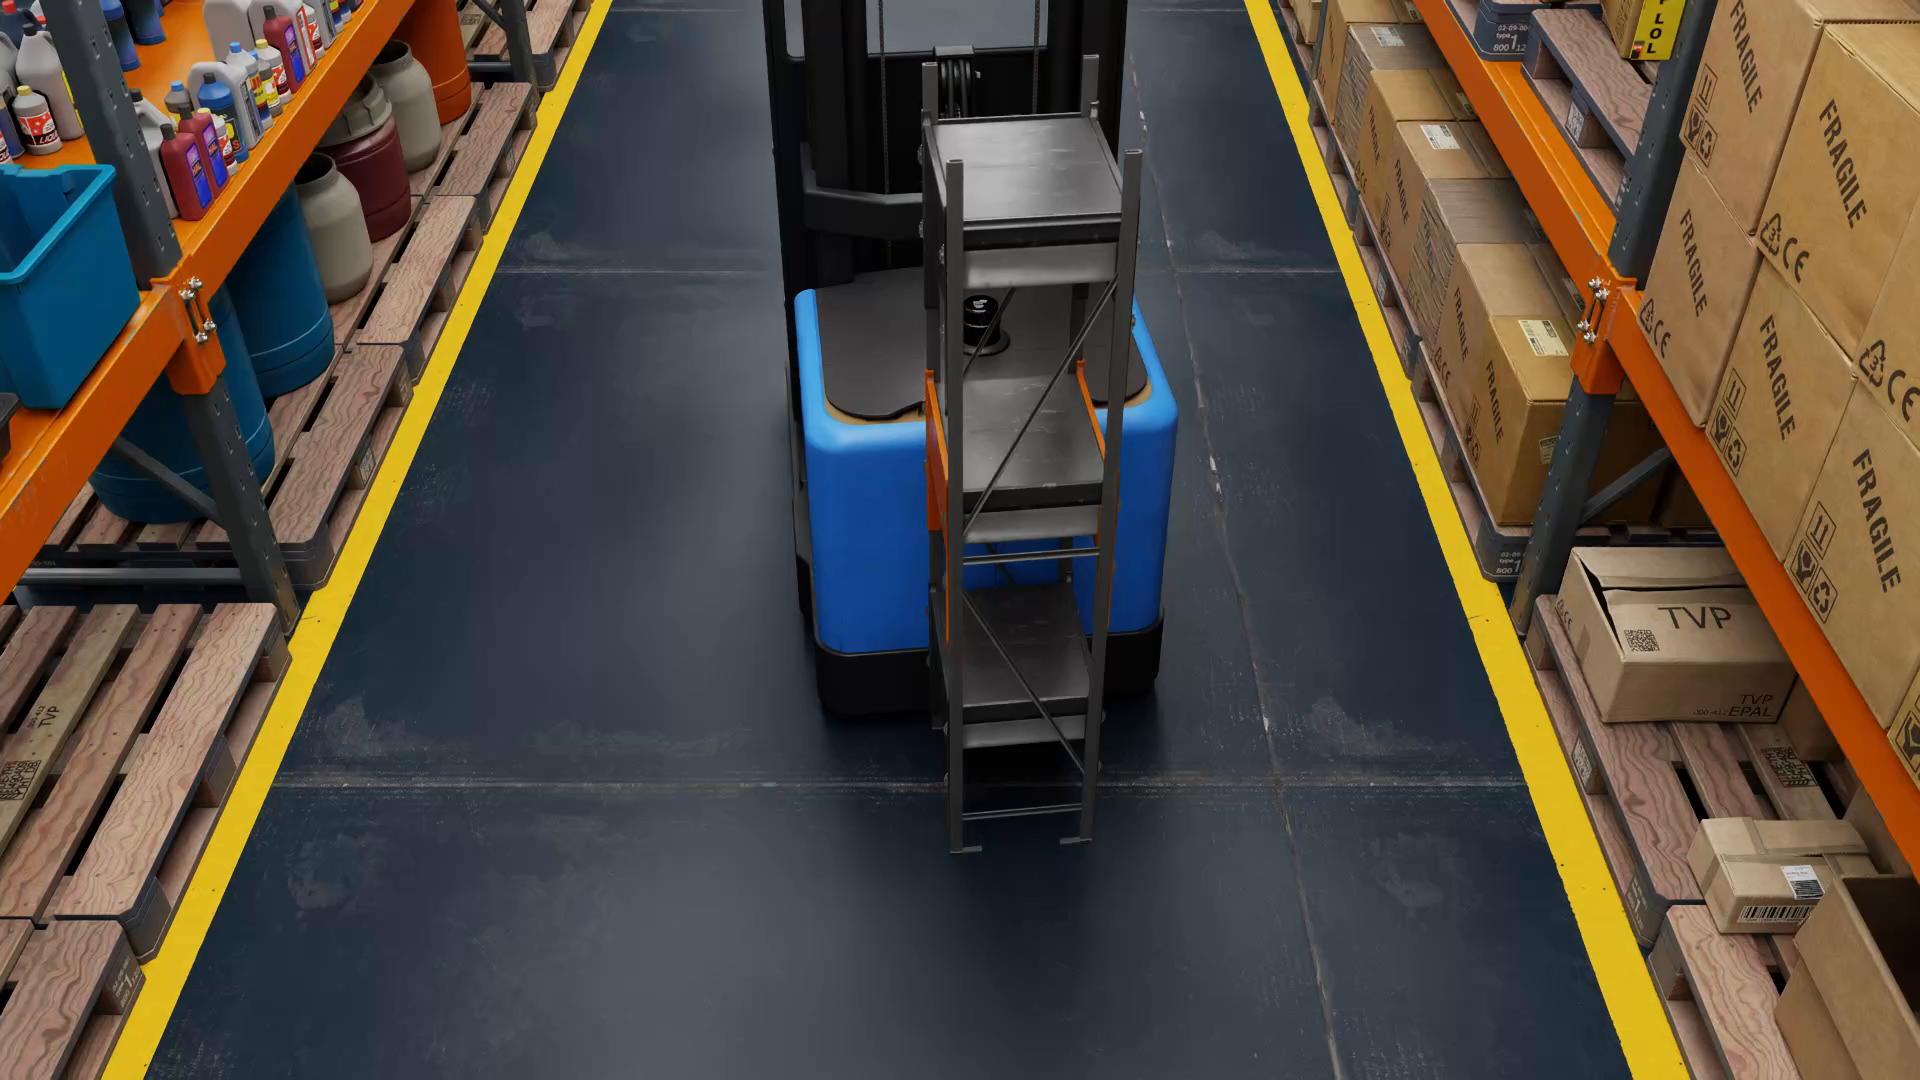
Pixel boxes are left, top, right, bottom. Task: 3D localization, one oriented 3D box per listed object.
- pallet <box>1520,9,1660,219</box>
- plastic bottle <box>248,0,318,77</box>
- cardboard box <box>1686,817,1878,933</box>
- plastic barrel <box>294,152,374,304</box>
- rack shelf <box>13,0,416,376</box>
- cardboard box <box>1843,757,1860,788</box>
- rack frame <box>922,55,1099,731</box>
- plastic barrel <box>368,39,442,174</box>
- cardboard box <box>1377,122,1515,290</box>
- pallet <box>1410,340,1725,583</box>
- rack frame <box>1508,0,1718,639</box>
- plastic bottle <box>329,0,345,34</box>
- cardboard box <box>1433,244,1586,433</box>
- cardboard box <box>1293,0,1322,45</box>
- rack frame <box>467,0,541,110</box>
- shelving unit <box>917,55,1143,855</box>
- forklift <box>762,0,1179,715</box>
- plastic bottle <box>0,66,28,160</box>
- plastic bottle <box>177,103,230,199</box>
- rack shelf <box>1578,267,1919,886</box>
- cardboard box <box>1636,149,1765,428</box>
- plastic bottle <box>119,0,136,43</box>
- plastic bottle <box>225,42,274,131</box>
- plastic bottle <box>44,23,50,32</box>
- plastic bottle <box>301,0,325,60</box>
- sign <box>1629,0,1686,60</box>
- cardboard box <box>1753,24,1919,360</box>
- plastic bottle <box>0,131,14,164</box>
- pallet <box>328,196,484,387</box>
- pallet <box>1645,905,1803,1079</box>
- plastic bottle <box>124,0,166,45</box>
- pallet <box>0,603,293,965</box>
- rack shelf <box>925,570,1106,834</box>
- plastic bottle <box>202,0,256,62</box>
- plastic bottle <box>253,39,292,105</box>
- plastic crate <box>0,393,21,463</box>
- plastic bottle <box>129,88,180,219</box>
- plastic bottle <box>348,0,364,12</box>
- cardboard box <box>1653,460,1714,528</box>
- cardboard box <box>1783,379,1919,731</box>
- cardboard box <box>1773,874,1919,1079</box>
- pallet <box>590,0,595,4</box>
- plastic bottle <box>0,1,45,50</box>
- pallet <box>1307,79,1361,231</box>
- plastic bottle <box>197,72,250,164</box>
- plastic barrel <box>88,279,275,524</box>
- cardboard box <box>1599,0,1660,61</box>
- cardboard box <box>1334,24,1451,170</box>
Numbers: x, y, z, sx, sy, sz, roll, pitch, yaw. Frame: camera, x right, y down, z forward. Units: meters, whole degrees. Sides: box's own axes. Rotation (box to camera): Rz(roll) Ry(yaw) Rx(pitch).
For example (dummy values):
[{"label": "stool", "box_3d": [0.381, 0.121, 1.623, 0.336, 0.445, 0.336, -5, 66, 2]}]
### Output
[{"label": "pallet", "box_3d": [2.405, -1.318, 5.149, 1.003, 0.211, 1.213, 0, 39, 0]}, {"label": "plastic bottle", "box_3d": [-2.278, -1.712, 5.587, 0.152, 0.276, 0.135, 0, 39, 0]}, {"label": "cardboard box", "box_3d": [2.092, 0.845, 4.211, 0.380, 0.166, 0.250, 0, 39, 0]}, {"label": "plastic barrel", "box_3d": [-2.553, -1.221, 6.528, 0.421, 0.512, 0.421, 0, 39, 0]}, {"label": "rack shelf", "box_3d": [-2.659, -1.861, 6.249, 1.077, 0.370, 4.000, 0, 39, 0]}, {"label": "cardboard box", "box_3d": [2.641, 0.639, 4.482, 0.380, 0.149, 0.250, 0, 39, 0]}, {"label": "rack frame", "box_3d": [0.114, -0.260, 4.395, 0.400, 2.100, 0.015, -4, 39, -5]}, {"label": "plastic barrel", "box_3d": [-2.554, -1.927, 7.410, 0.421, 0.512, 0.421, 0, 39, 0]}, {"label": "cardboard box", "box_3d": [2.014, -1.338, 6.668, 0.500, 0.500, 0.500, -1, 39, -2]}, {"label": "pallet", "box_3d": [2.258, -0.313, 5.972, 1.003, 0.211, 1.213, 0, 39, 0]}, {"label": "rack frame", "box_3d": [2.296, -0.893, 4.465, 1.000, 3.000, 0.127, 0, 39, 0]}, {"label": "plastic bottle", "box_3d": [-2.251, -1.928, 5.860, 0.097, 0.271, 0.097, 0, 39, 0]}, {"label": "cardboard box", "box_3d": [2.017, -0.707, 5.880, 0.500, 0.500, 0.500, 0, 39, 0]}, {"label": "cardboard box", "box_3d": [2.047, -2.814, 8.726, 0.500, 0.250, 0.500, 1, 39, 1]}, {"label": "rack frame", "box_3d": [-2.662, -3.393, 7.585, 1.000, 3.000, 0.127, 0, 39, 0]}, {"label": "shelving unit", "box_3d": [0.143, -0.108, 4.206, 0.431, 2.100, 0.503, -4, 39, -5]}, {"label": "forklift", "box_3d": [-0.073, -1.535, 5.321, 1.130, 2.935, 3.031, -4, 39, -5]}, {"label": "plastic bottle", "box_3d": [-2.981, -1.318, 5.095, 0.152, 0.276, 0.135, 0, 39, 0]}, {"label": "plastic bottle", "box_3d": [-2.231, -1.159, 4.891, 0.061, 0.283, 0.133, 0, 39, 0]}, {"label": "rack shelf", "box_3d": [2.299, 0.639, 3.130, 1.077, 0.370, 4.000, 0, 39, 0]}, {"label": "cardboard box", "box_3d": [2.025, -0.613, 4.036, 0.500, 0.500, 0.500, 1, 39, 1]}, {"label": "plastic bottle", "box_3d": [-2.982, -1.862, 5.774, 0.152, 0.276, 0.135, 0, 39, 0]}, {"label": "plastic bottle", "box_3d": [-2.250, -1.432, 5.242, 0.097, 0.271, 0.097, 0, 39, 0]}, {"label": "plastic bottle", "box_3d": [-2.841, -1.563, 5.341, 0.144, 0.351, 0.185, 0, 39, 0]}, {"label": "plastic bottle", "box_3d": [-2.250, -1.755, 5.701, 0.097, 0.201, 0.097, 0, 39, 0]}, {"label": "sign", "box_3d": [1.741, -1.342, 4.100, 0.100, 0.325, 0.005, 0, 39, 0]}, {"label": "cardboard box", "box_3d": [2.017, -0.704, 3.351, 0.500, 0.500, 0.500, -1, 39, -1]}, {"label": "plastic bottle", "box_3d": [-2.947, -1.216, 5.028, 0.097, 0.201, 0.097, 0, 39, 0]}, {"label": "pallet", "box_3d": [-2.620, -1.051, 6.892, 1.003, 0.211, 1.213, 0, 39, 0]}, {"label": "pallet", "box_3d": [2.301, 1.390, 3.847, 1.003, 0.211, 1.213, 0, 39, 0]}, {"label": "plastic bottle", "box_3d": [-2.857, -1.872, 5.791, 0.097, 0.271, 0.097, 0, 39, 0]}, {"label": "pallet", "box_3d": [-2.617, 0.656, 4.762, 1.003, 0.211, 1.213, 0, 39, 0]}, {"label": "rack shelf", "box_3d": [0.143, 0.449, 4.652, 0.431, 0.518, 0.480, -4, 39, -5]}, {"label": "plastic bottle", "box_3d": [-2.430, -1.712, 5.587, 0.152, 0.276, 0.135, 0, 39, 0]}, {"label": "plastic bottle", "box_3d": [-2.250, -1.527, 5.415, 0.097, 0.201, 0.097, 0, 39, 0]}, {"label": "plastic crate", "box_3d": [-2.387, -0.108, 3.658, 0.437, 0.125, 0.590, 0, 39, 0]}, {"label": "plastic bottle", "box_3d": [-2.333, -1.118, 4.786, 0.144, 0.351, 0.185, 0, 39, 0]}, {"label": "plastic bottle", "box_3d": [-2.274, -2.108, 6.021, 0.144, 0.351, 0.185, 0, 39, 0]}, {"label": "cardboard box", "box_3d": [2.540, -0.392, 5.487, 0.500, 0.500, 0.500, -2, 39, -2]}, {"label": "cardboard box", "box_3d": [2.027, 0.020, 3.246, 0.500, 0.500, 0.500, 0, 39, 0]}, {"label": "cardboard box", "box_3d": [2.304, 1.085, 3.642, 0.797, 0.503, 0.637, 0, 39, 0]}, {"label": "pallet", "box_3d": [-2.622, -3.550, 10.011, 1.003, 0.211, 1.213, 0, 39, 0]}, {"label": "plastic bottle", "box_3d": [-2.985, -1.562, 5.340, 0.144, 0.351, 0.185, 0, 39, 0]}, {"label": "pallet", "box_3d": [2.255, -1.839, 7.876, 1.003, 0.211, 1.213, 0, 39, 0]}, {"label": "plastic bottle", "box_3d": [-2.249, -1.287, 5.061, 0.097, 0.271, 0.097, 0, 39, 0]}, {"label": "plastic barrel", "box_3d": [-2.641, -0.577, 5.413, 0.600, 0.901, 0.708, 0, 39, 0]}, {"label": "cardboard box", "box_3d": [2.455, -1.822, 5.209, 0.700, 0.500, 0.500, 6, 39, 7]}, {"label": "cardboard box", "box_3d": [2.013, -1.978, 7.467, 0.500, 0.500, 0.500, -1, 39, -2]}]
